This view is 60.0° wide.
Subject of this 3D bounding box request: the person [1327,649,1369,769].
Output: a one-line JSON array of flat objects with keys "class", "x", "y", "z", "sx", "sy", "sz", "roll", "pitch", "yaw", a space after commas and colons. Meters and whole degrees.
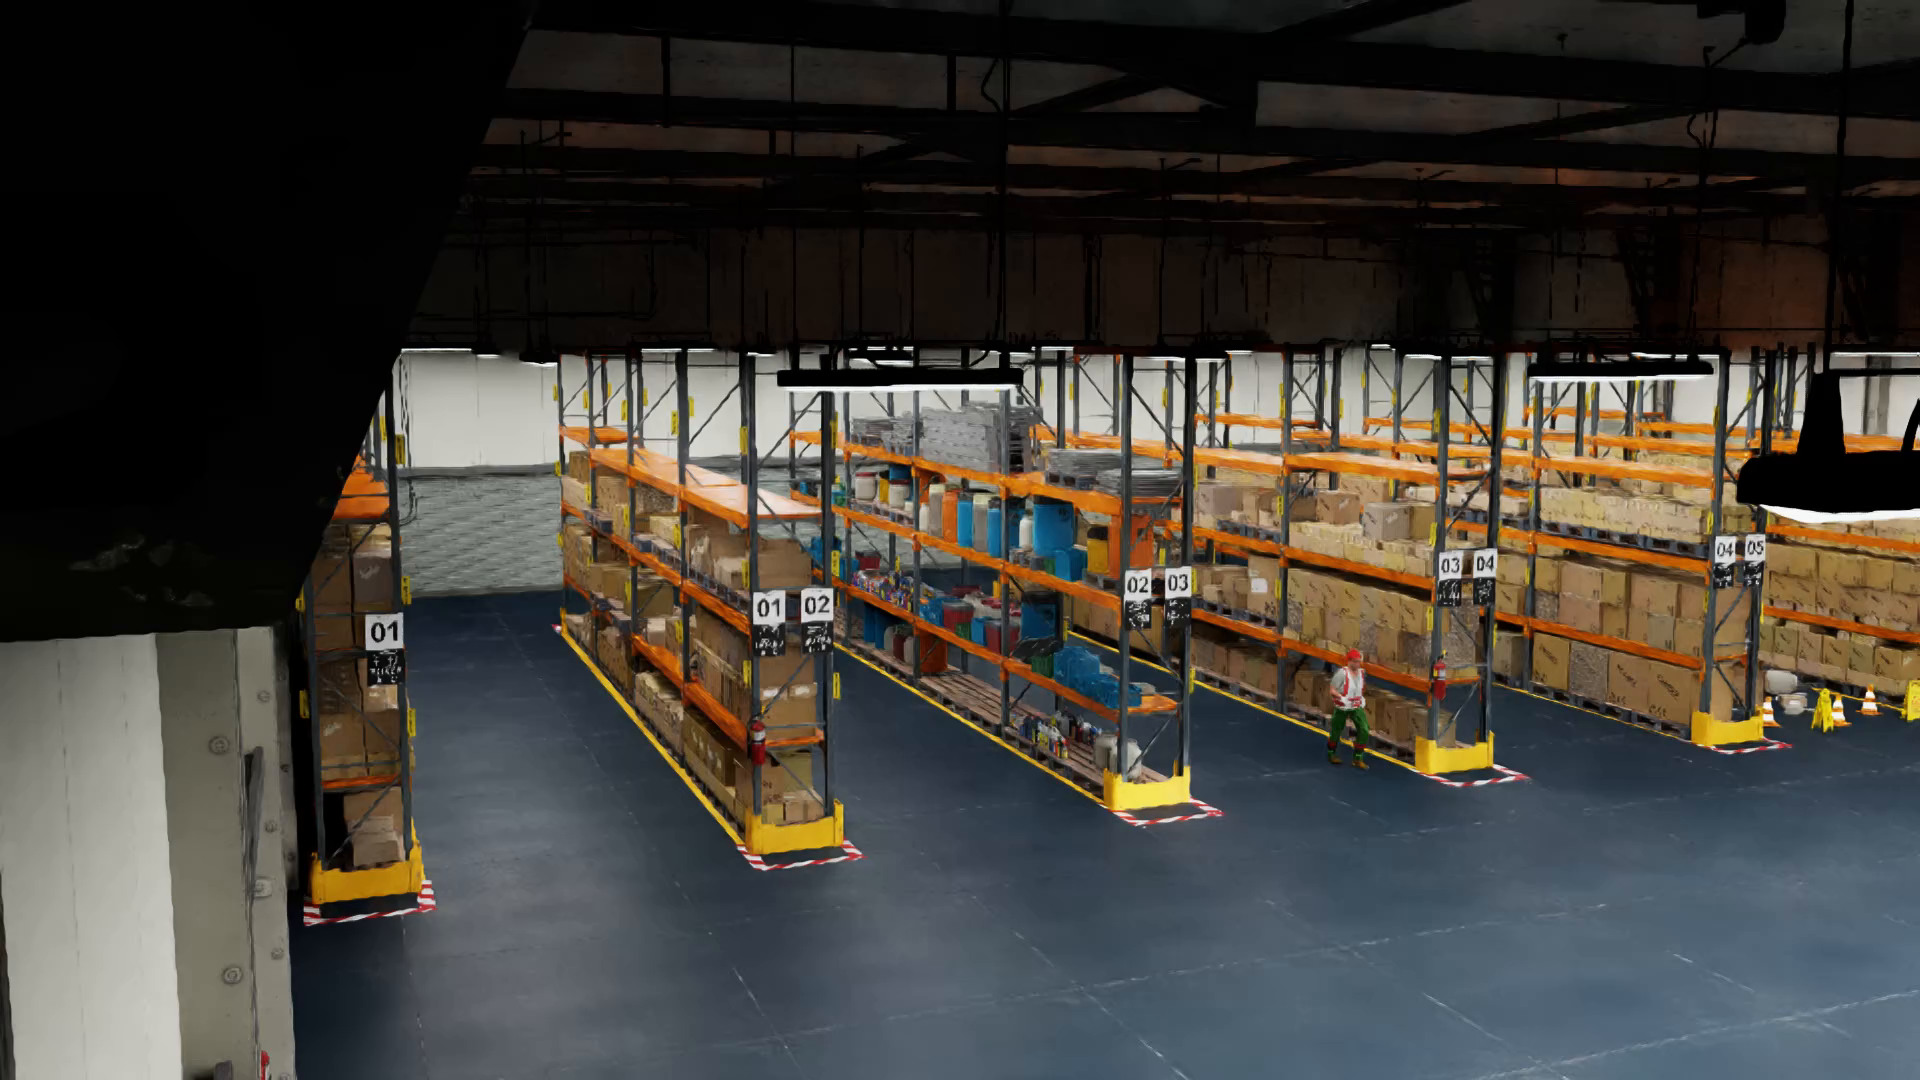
[{"class": "person", "x": 5.661, "y": 2.419, "z": 24.104, "sx": 0.707, "sy": 1.728, "sz": 0.808, "roll": -2, "pitch": 8, "yaw": -16}]
